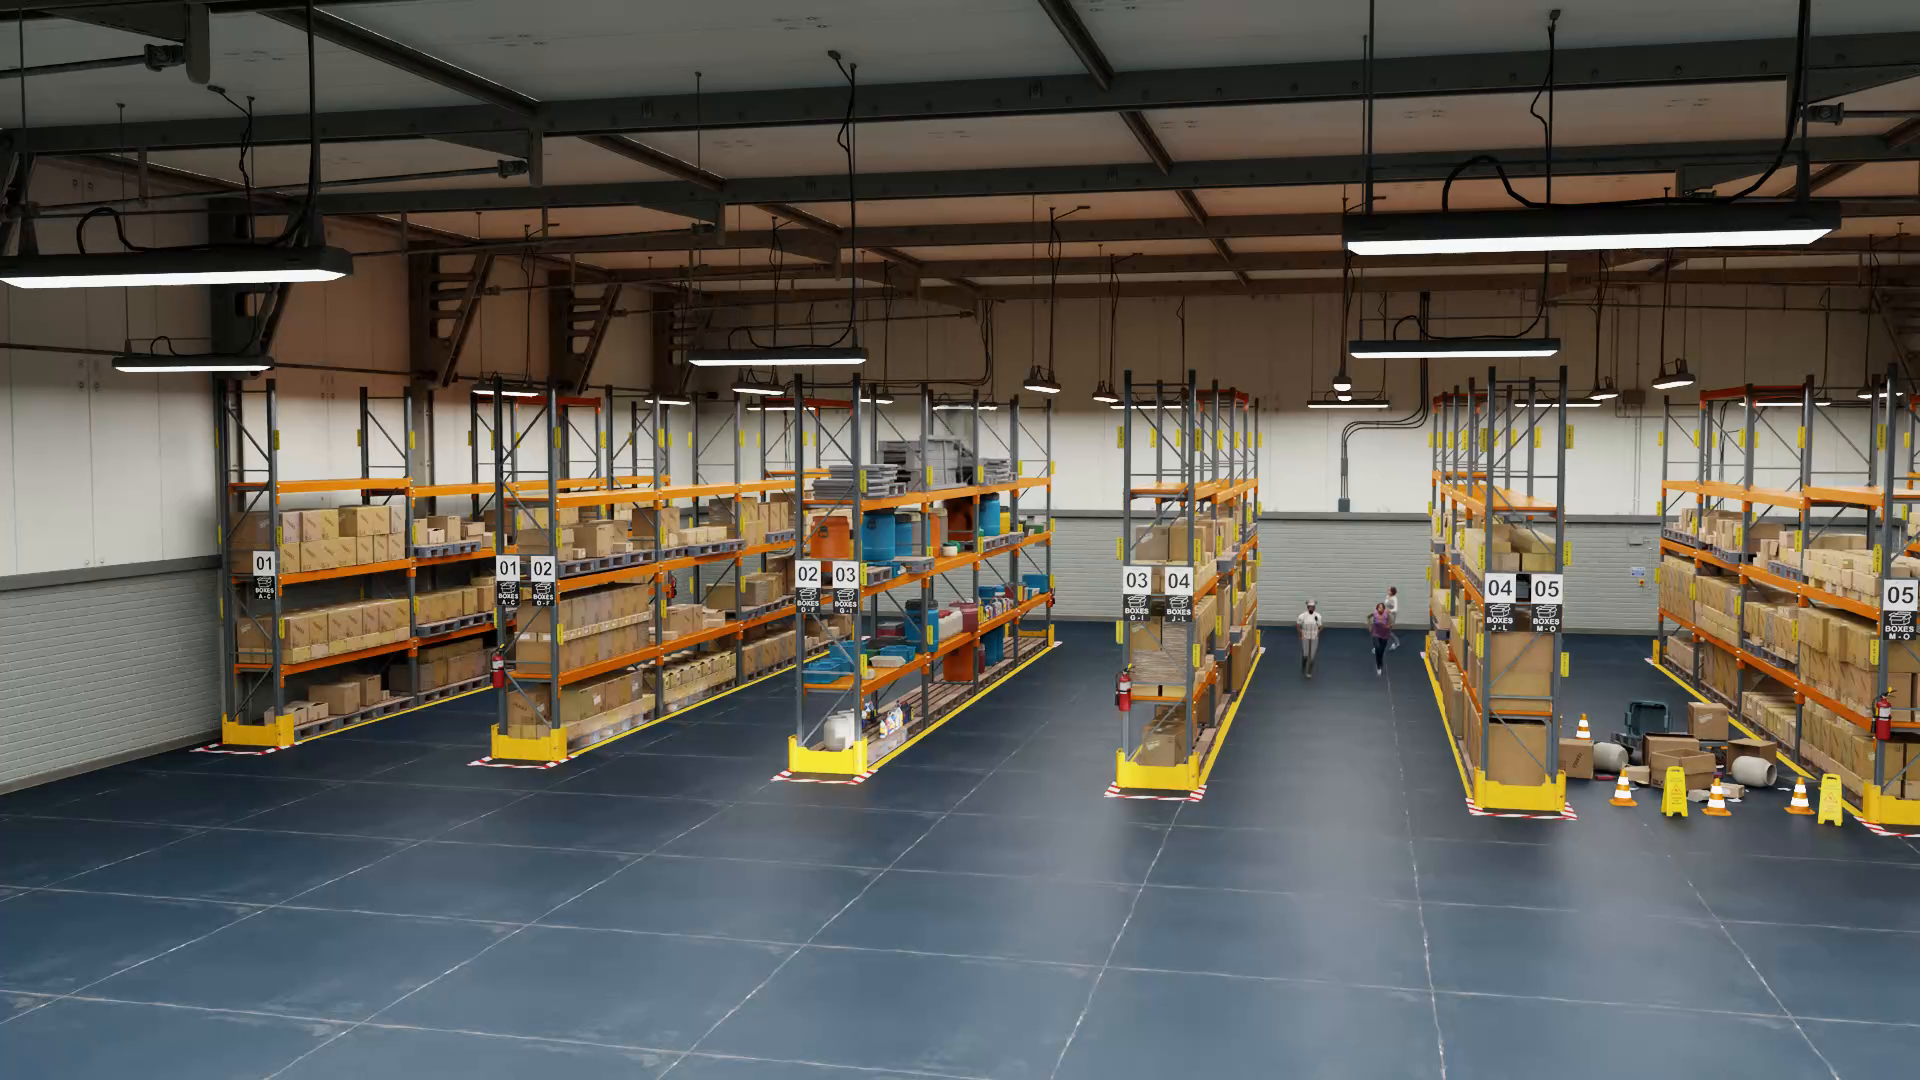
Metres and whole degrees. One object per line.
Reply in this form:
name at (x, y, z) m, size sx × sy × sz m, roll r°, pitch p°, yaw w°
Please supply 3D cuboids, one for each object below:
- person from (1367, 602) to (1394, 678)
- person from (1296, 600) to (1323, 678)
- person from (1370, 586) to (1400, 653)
person at (8.954, 2.097, 35.448) m, size 0.536 × 1.596 × 0.888 m, roll 0°, pitch 3°, yaw 7°
person at (7.345, 2.073, 34.885) m, size 0.548 × 1.655 × 0.557 m, roll 0°, pitch 3°, yaw 4°
person at (10.050, 1.867, 38.982) m, size 0.812 × 1.581 × 0.564 m, roll -1°, pitch 4°, yaw -23°
